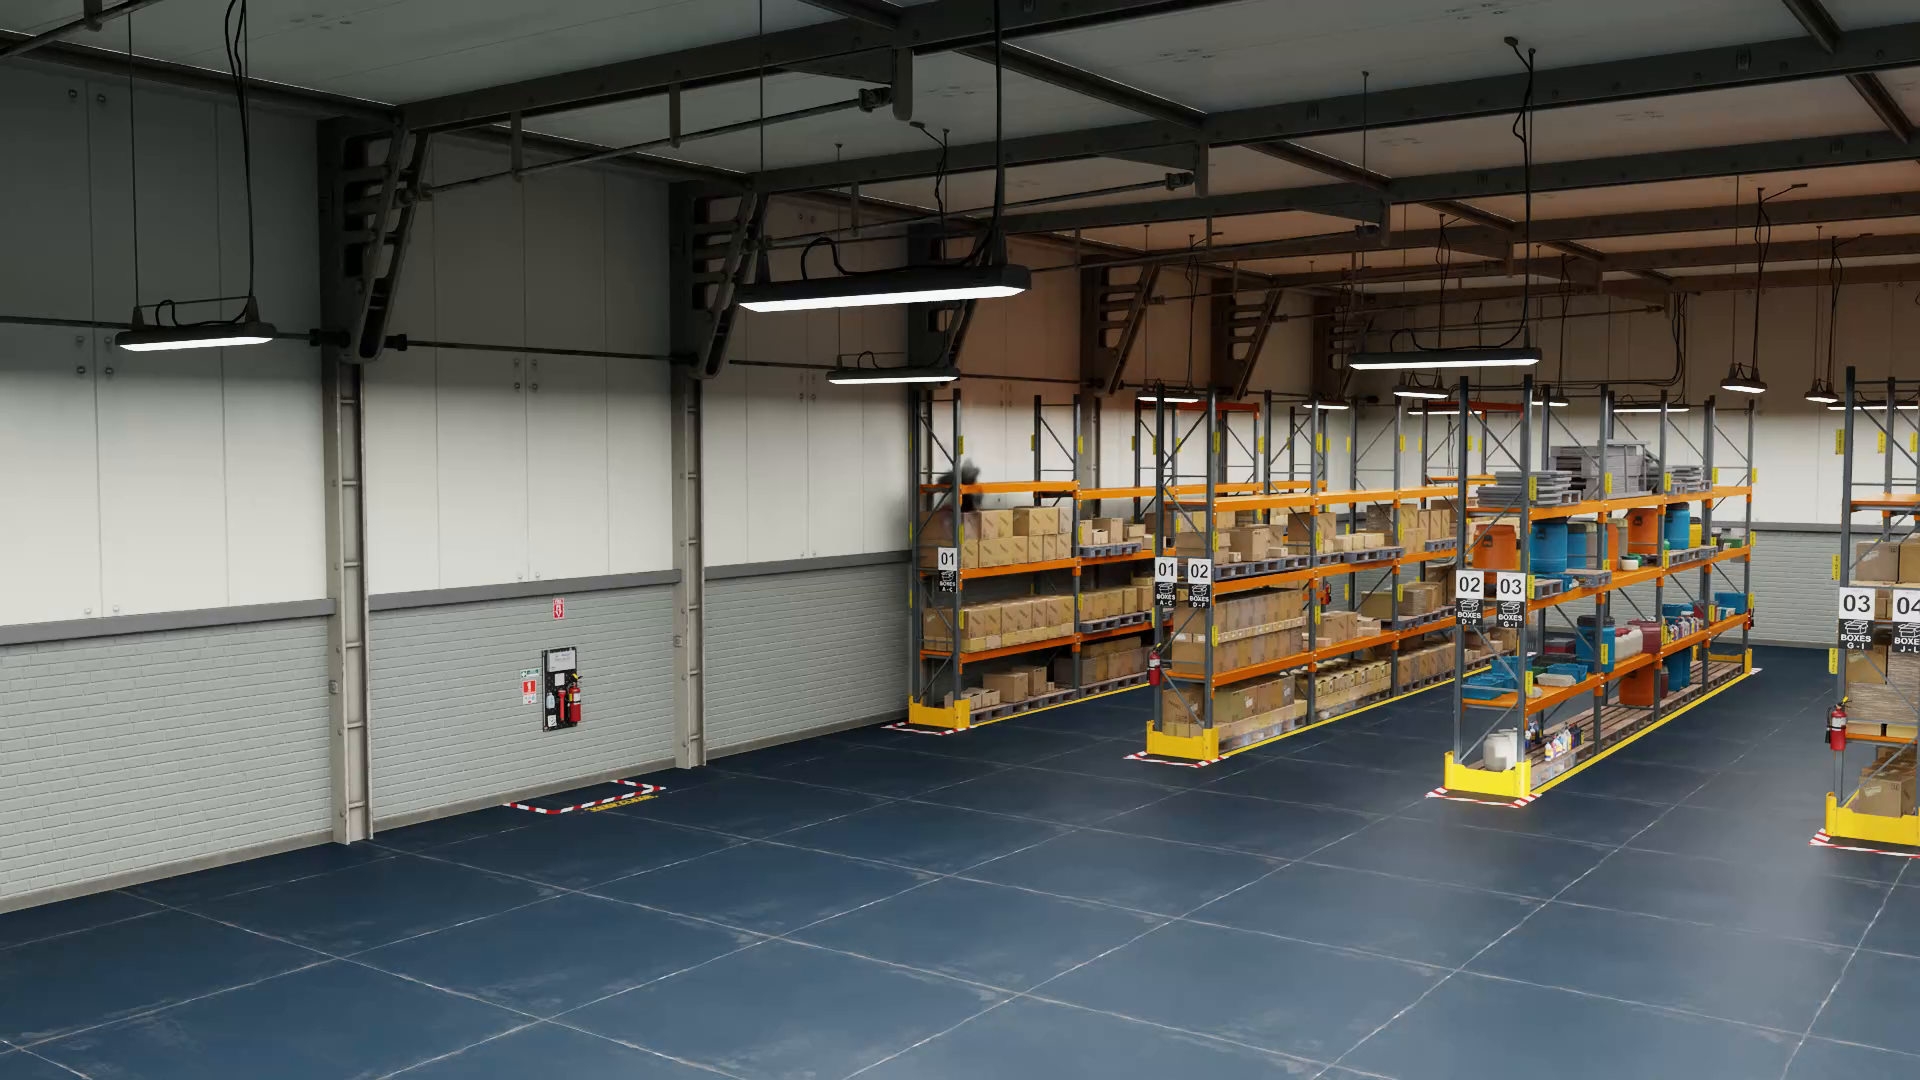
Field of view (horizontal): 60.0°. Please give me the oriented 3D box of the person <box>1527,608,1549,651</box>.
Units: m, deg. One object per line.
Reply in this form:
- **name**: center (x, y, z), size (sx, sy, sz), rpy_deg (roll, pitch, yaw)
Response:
- **person**: center (13.911, 1.922, 40.175), size (0.626, 1.623, 0.591), rpy_deg (-1, 3, -21)
